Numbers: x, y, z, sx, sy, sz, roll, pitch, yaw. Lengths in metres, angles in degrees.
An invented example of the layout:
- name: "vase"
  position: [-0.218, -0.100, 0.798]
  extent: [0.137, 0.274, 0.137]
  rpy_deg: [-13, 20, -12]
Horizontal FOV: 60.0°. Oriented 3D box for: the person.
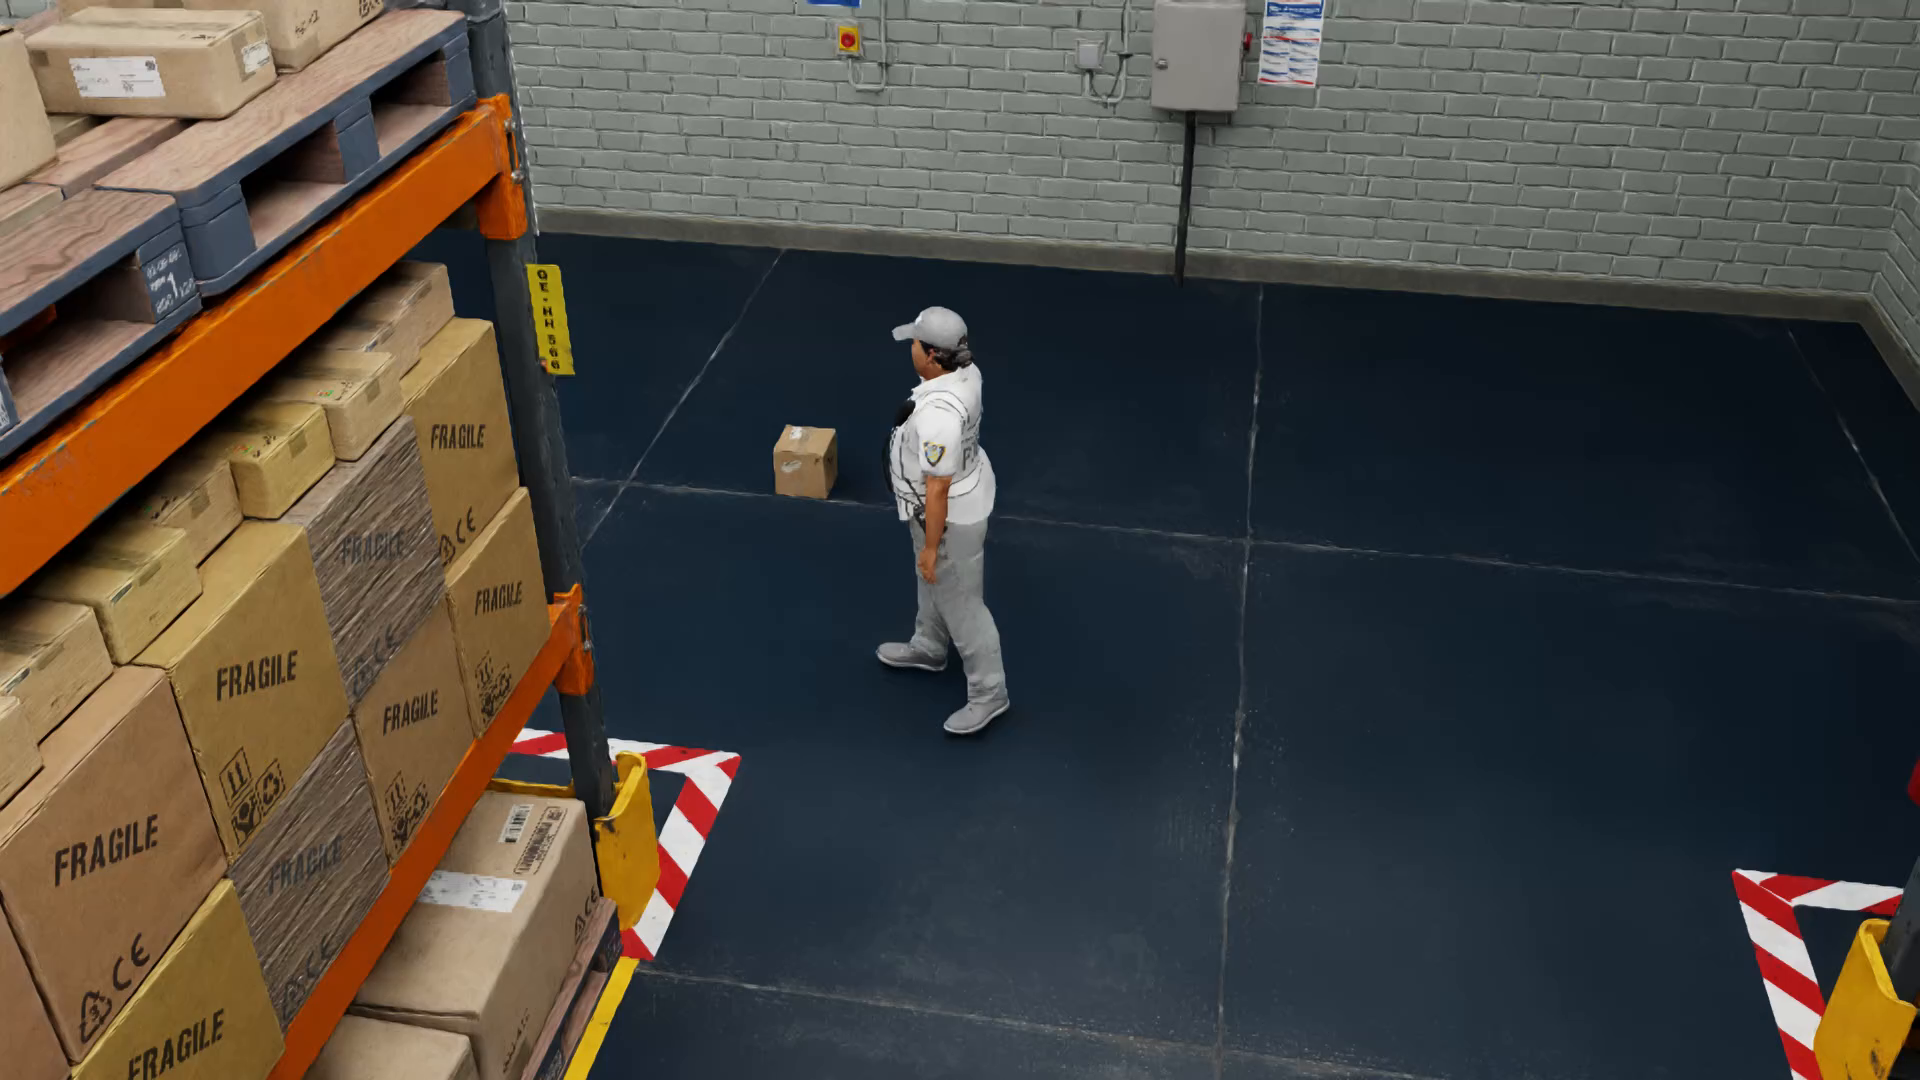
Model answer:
- name: "person"
  position: [-0.075, -0.119, 6.298]
  extent: [0.582, 1.650, 0.681]
  rpy_deg: [4, 33, 6]
